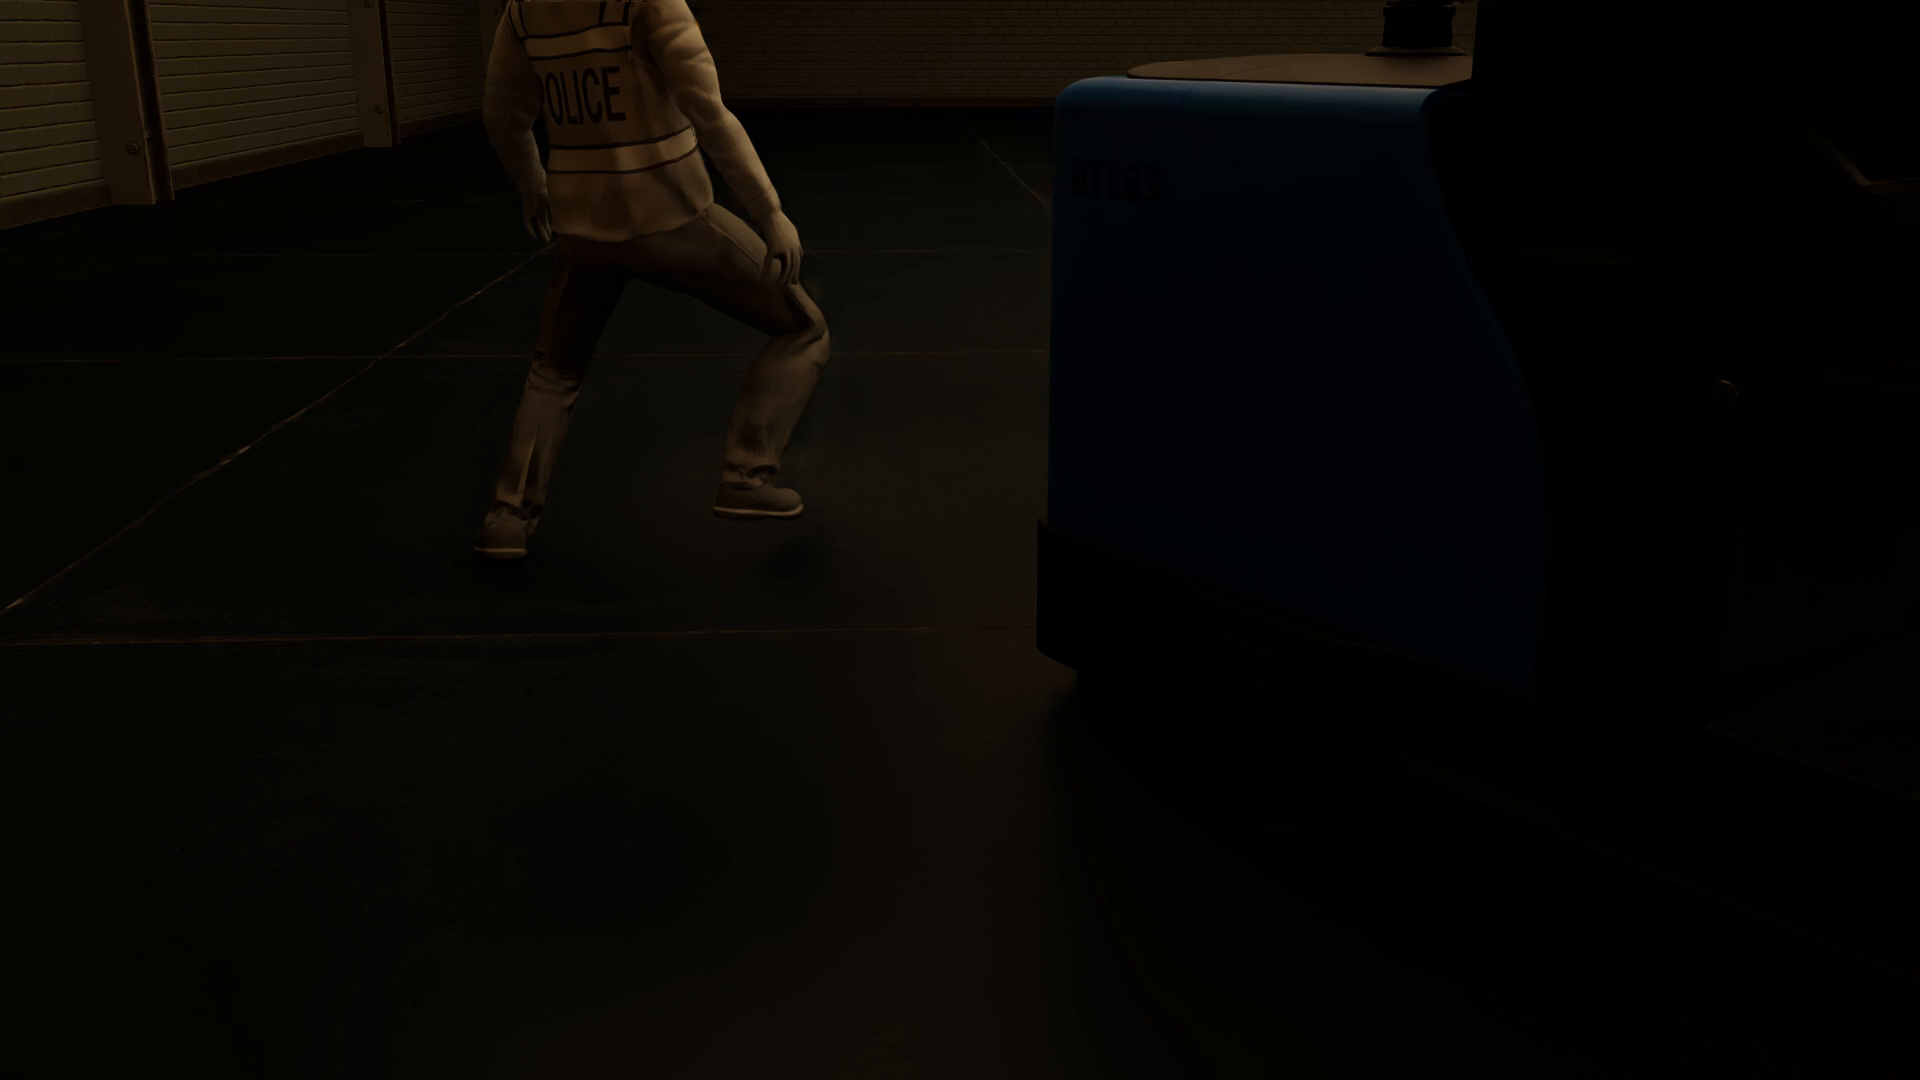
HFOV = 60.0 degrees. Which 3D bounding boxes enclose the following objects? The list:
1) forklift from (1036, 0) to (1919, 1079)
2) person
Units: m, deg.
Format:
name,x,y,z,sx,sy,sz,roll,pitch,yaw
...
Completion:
name,x,y,z,sx,sy,sz,roll,pitch,yaw
forklift,1.432,-0.886,1.804,1.130,2.935,3.031,-13,21,-35
person,-0.728,-0.710,3.652,0.869,1.558,0.612,9,19,28
